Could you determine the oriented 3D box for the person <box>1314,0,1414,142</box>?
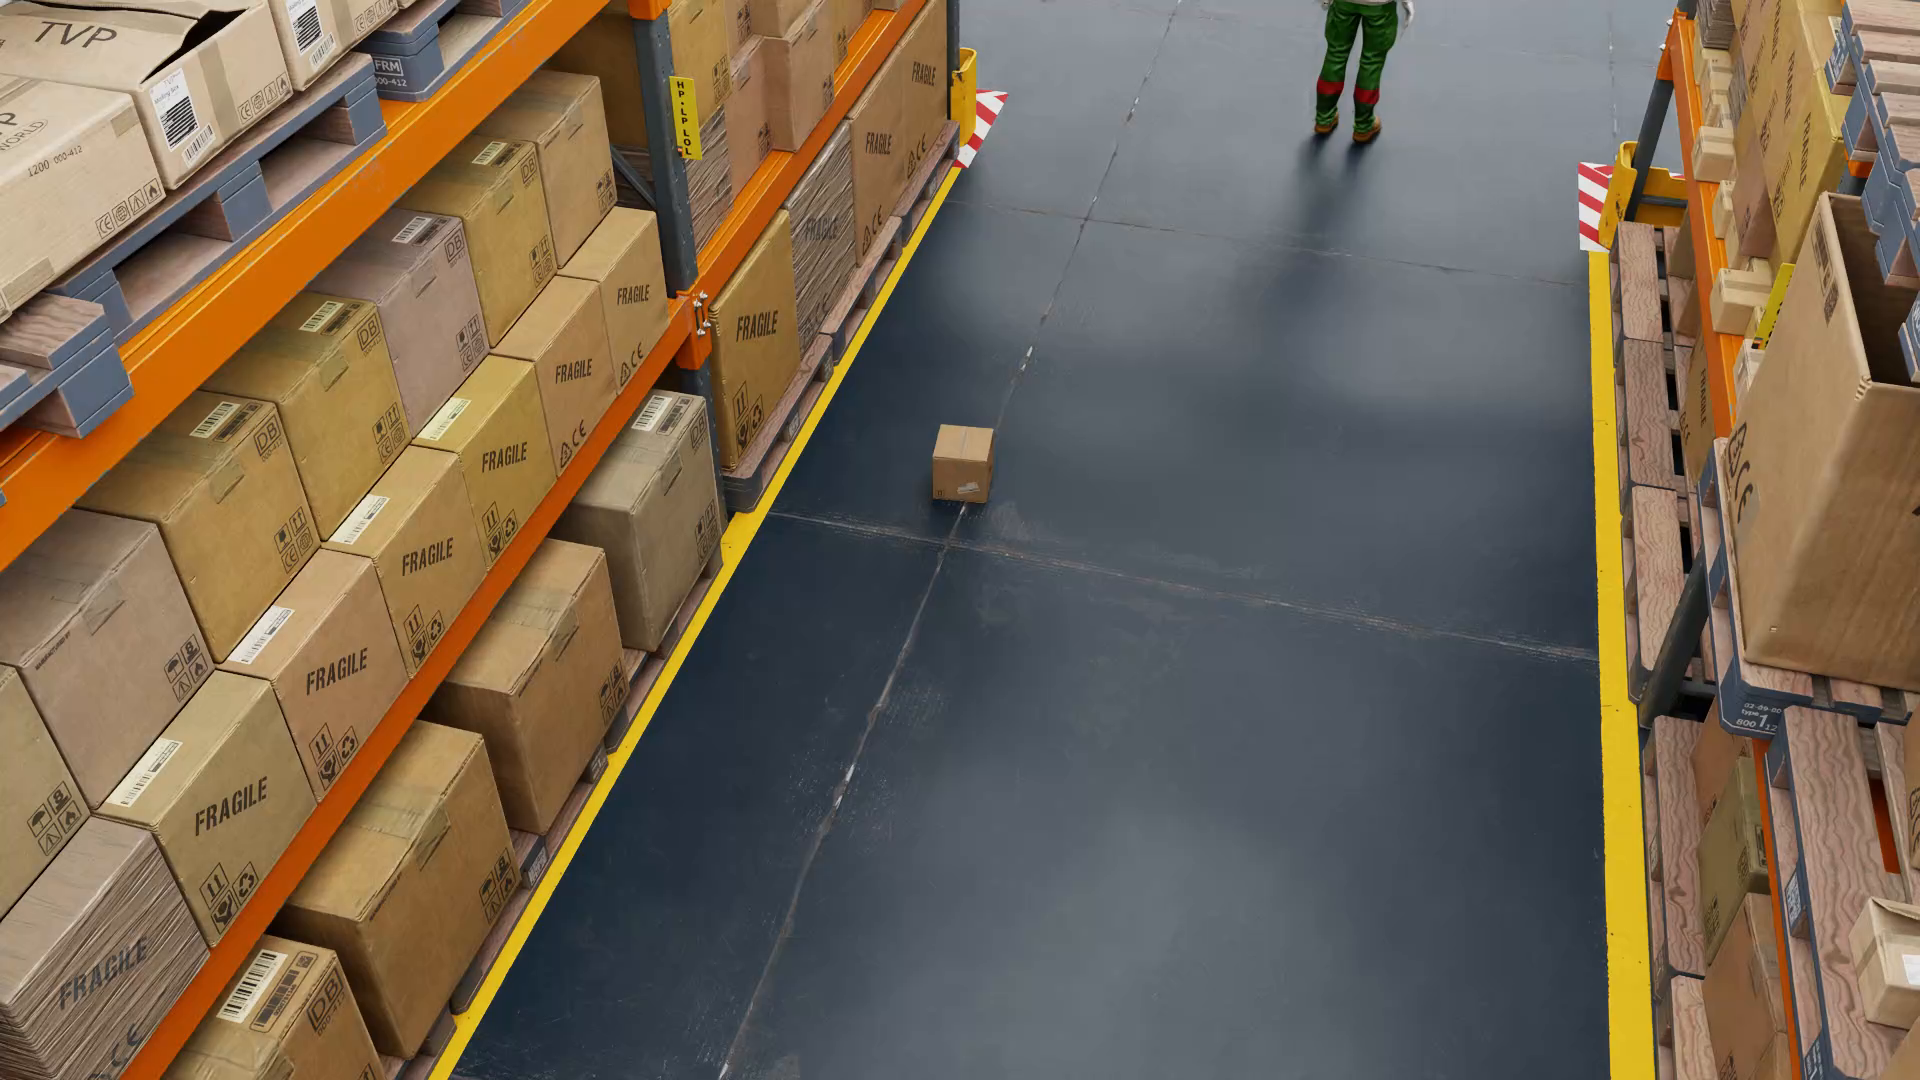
[{"bbox_3d":[2.428,-3.247,9.882,0.586,1.793,0.412,19,44,21],"label":"person"}]
